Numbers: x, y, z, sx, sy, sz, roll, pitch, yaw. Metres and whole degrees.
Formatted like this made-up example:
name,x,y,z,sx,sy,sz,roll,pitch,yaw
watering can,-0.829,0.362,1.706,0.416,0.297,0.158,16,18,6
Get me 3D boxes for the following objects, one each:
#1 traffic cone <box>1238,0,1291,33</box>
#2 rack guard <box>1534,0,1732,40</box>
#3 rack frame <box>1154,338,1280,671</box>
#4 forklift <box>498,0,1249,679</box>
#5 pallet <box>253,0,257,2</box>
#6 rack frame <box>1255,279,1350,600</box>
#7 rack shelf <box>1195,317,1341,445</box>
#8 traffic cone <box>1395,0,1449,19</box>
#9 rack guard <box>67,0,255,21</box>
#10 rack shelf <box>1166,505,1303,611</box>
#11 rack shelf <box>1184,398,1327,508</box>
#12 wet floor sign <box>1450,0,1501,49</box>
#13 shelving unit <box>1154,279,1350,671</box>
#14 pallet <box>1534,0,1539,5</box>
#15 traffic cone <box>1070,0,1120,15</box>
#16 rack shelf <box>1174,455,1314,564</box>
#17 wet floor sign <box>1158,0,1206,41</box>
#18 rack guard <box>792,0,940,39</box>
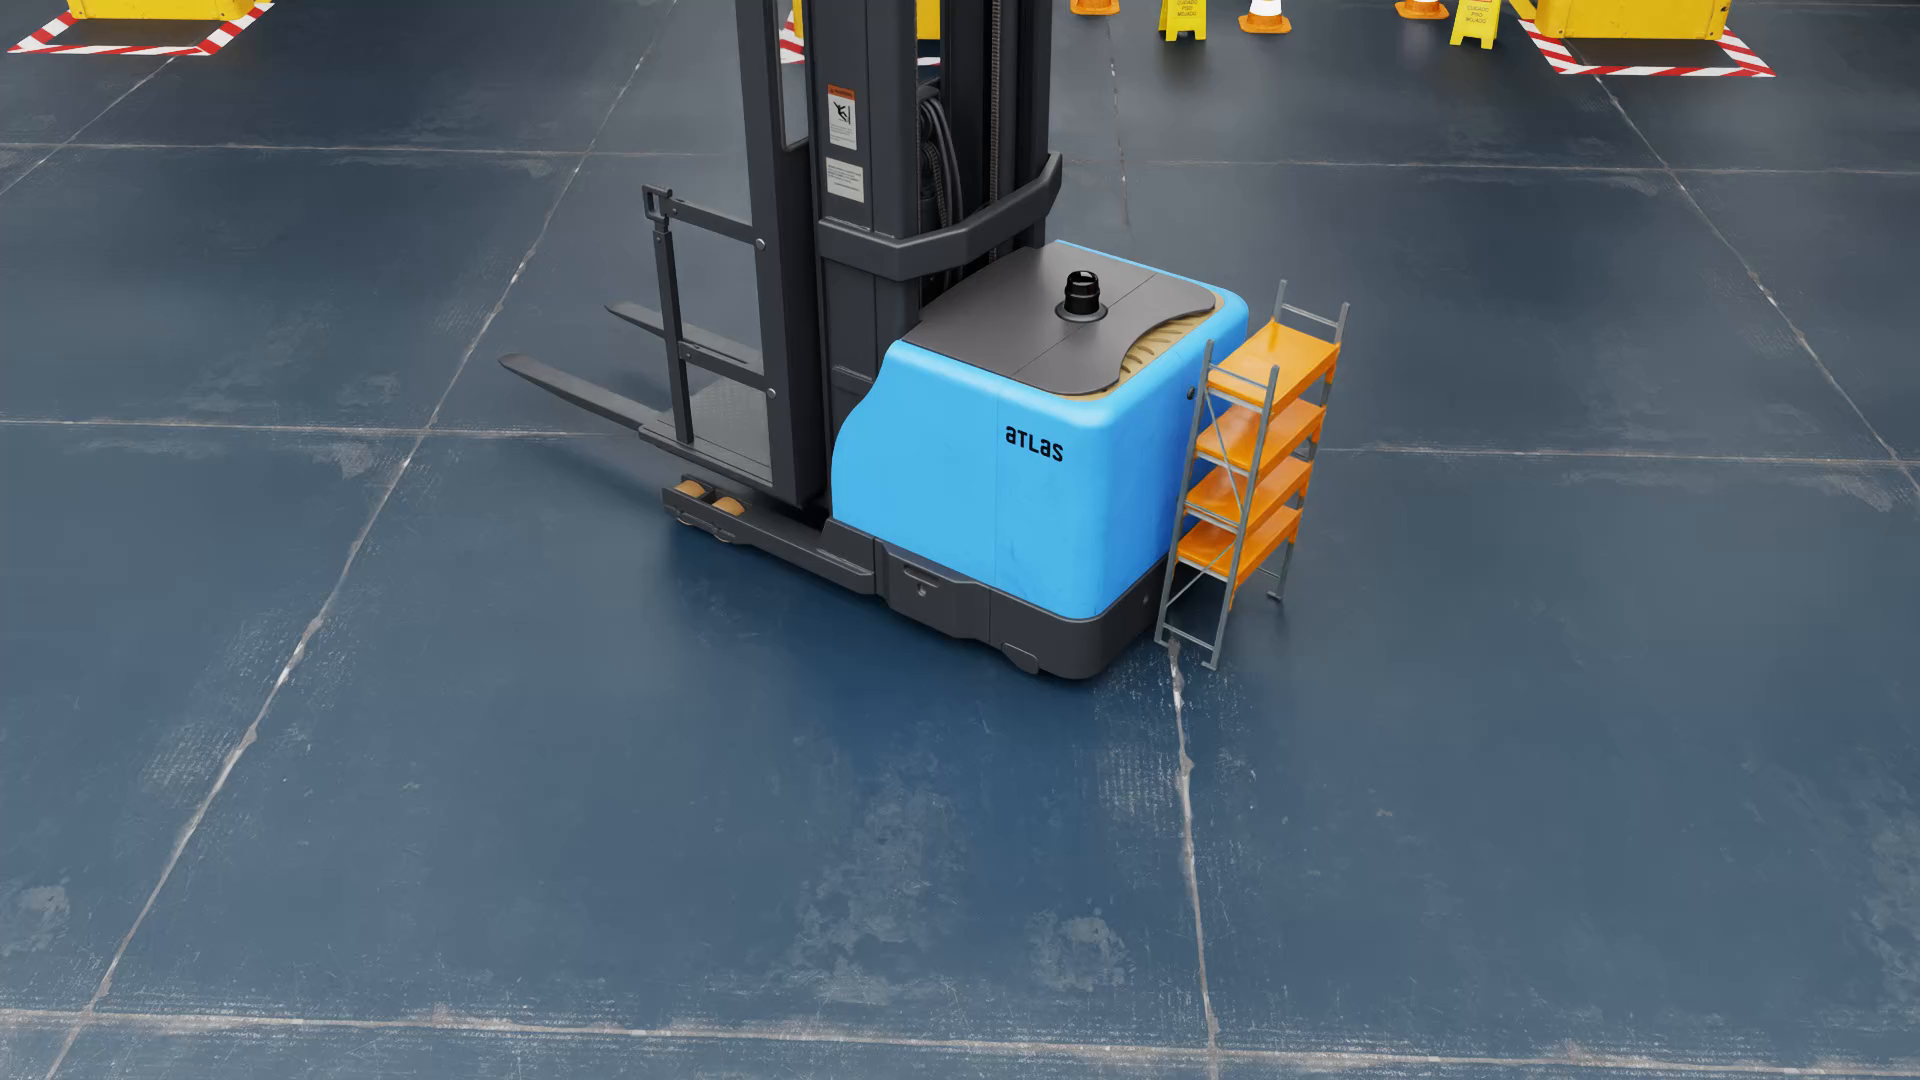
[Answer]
name,x,y,z,sx,sy,sz,roll,pitch,yaw
traffic cone,2.046,-3.648,11.038,0.336,0.463,0.334,1,35,2
rack guard,4.443,-3.600,10.937,1.175,0.500,0.348,1,35,2
rack frame,0.804,-0.082,5.307,0.240,1.200,0.015,26,42,26
forklift,-0.510,-1.413,5.711,3.031,2.935,1.130,23,41,29
pallet,-5.391,-4.176,12.009,1.003,0.211,1.213,1,35,2
rack frame,1.088,-0.310,5.632,0.240,1.200,0.015,26,42,26
rack shelf,0.970,-0.506,5.230,0.258,0.148,0.480,26,42,26
traffic cone,3.169,-3.818,11.280,0.336,0.463,0.334,1,35,2
rack guard,-5.459,-3.829,11.263,1.175,0.500,0.348,1,35,2
rack shelf,0.930,0.014,5.631,0.258,0.148,0.480,26,42,26
rack shelf,0.956,-0.319,5.374,0.258,0.148,0.480,26,42,26
wet floor sign,3.363,-3.531,10.713,0.267,0.644,0.232,13,37,18
shelving unit,0.946,-0.196,5.469,0.258,1.200,0.503,26,42,26
pallet,4.511,-3.947,11.683,1.003,0.211,1.213,1,35,2
traffic cone,0.930,-3.869,11.353,0.336,0.463,0.334,1,35,2
rack shelf,0.942,-0.143,5.510,0.258,0.148,0.480,26,42,26
wet floor sign,1.467,-3.609,10.825,0.267,0.644,0.232,-4,35,-6
rack guard,-0.511,-3.599,10.936,1.175,0.500,0.348,1,35,2
